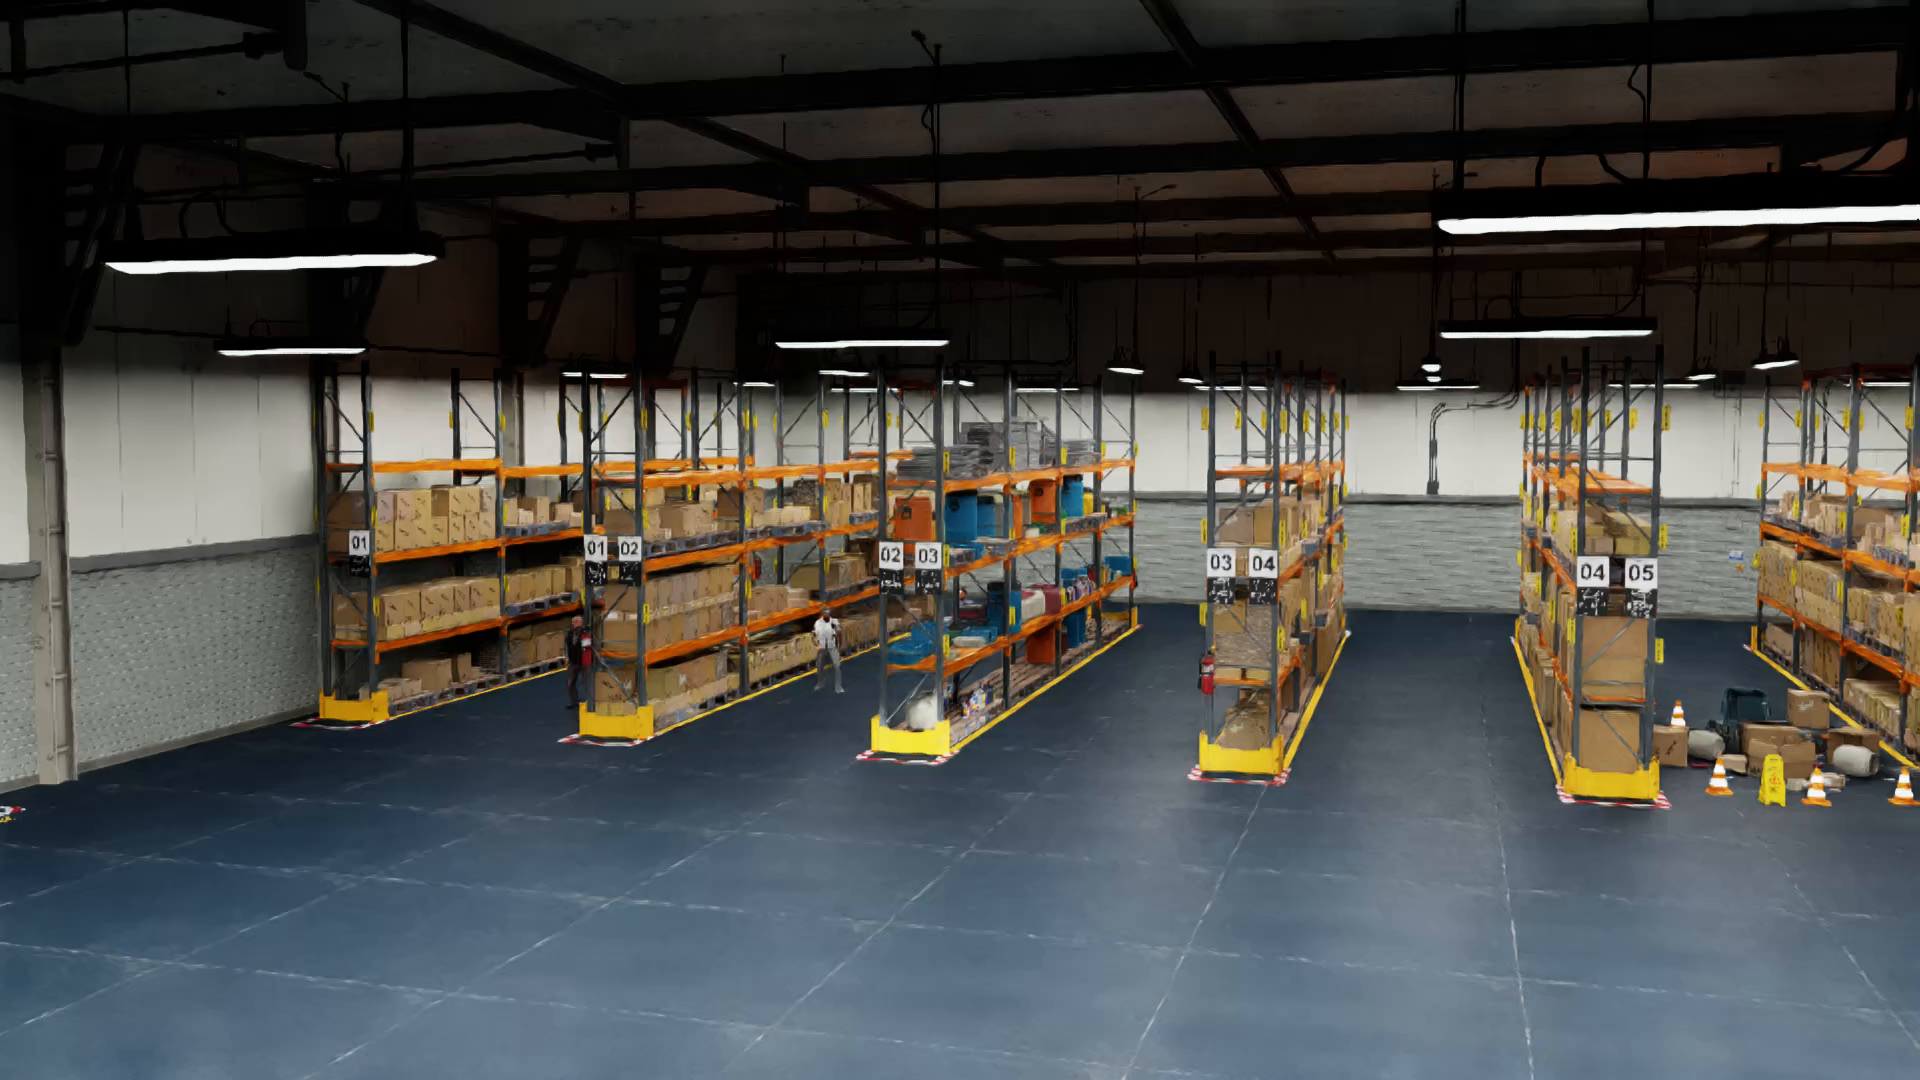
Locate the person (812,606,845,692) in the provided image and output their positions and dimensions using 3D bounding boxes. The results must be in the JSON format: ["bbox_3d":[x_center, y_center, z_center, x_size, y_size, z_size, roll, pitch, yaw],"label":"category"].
[{"bbox_3d":[-2.430,1.990,30.811,0.621,1.606,0.828,0,4,-1],"label":"person"}]

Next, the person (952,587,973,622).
[{"bbox_3d":[0.056,1.753,34.509,0.478,1.544,1.090,1,4,18],"label":"person"}]

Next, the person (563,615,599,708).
[{"bbox_3d":[-6.569,2.116,28.812,0.677,1.674,0.534,1,4,14],"label":"person"}]
